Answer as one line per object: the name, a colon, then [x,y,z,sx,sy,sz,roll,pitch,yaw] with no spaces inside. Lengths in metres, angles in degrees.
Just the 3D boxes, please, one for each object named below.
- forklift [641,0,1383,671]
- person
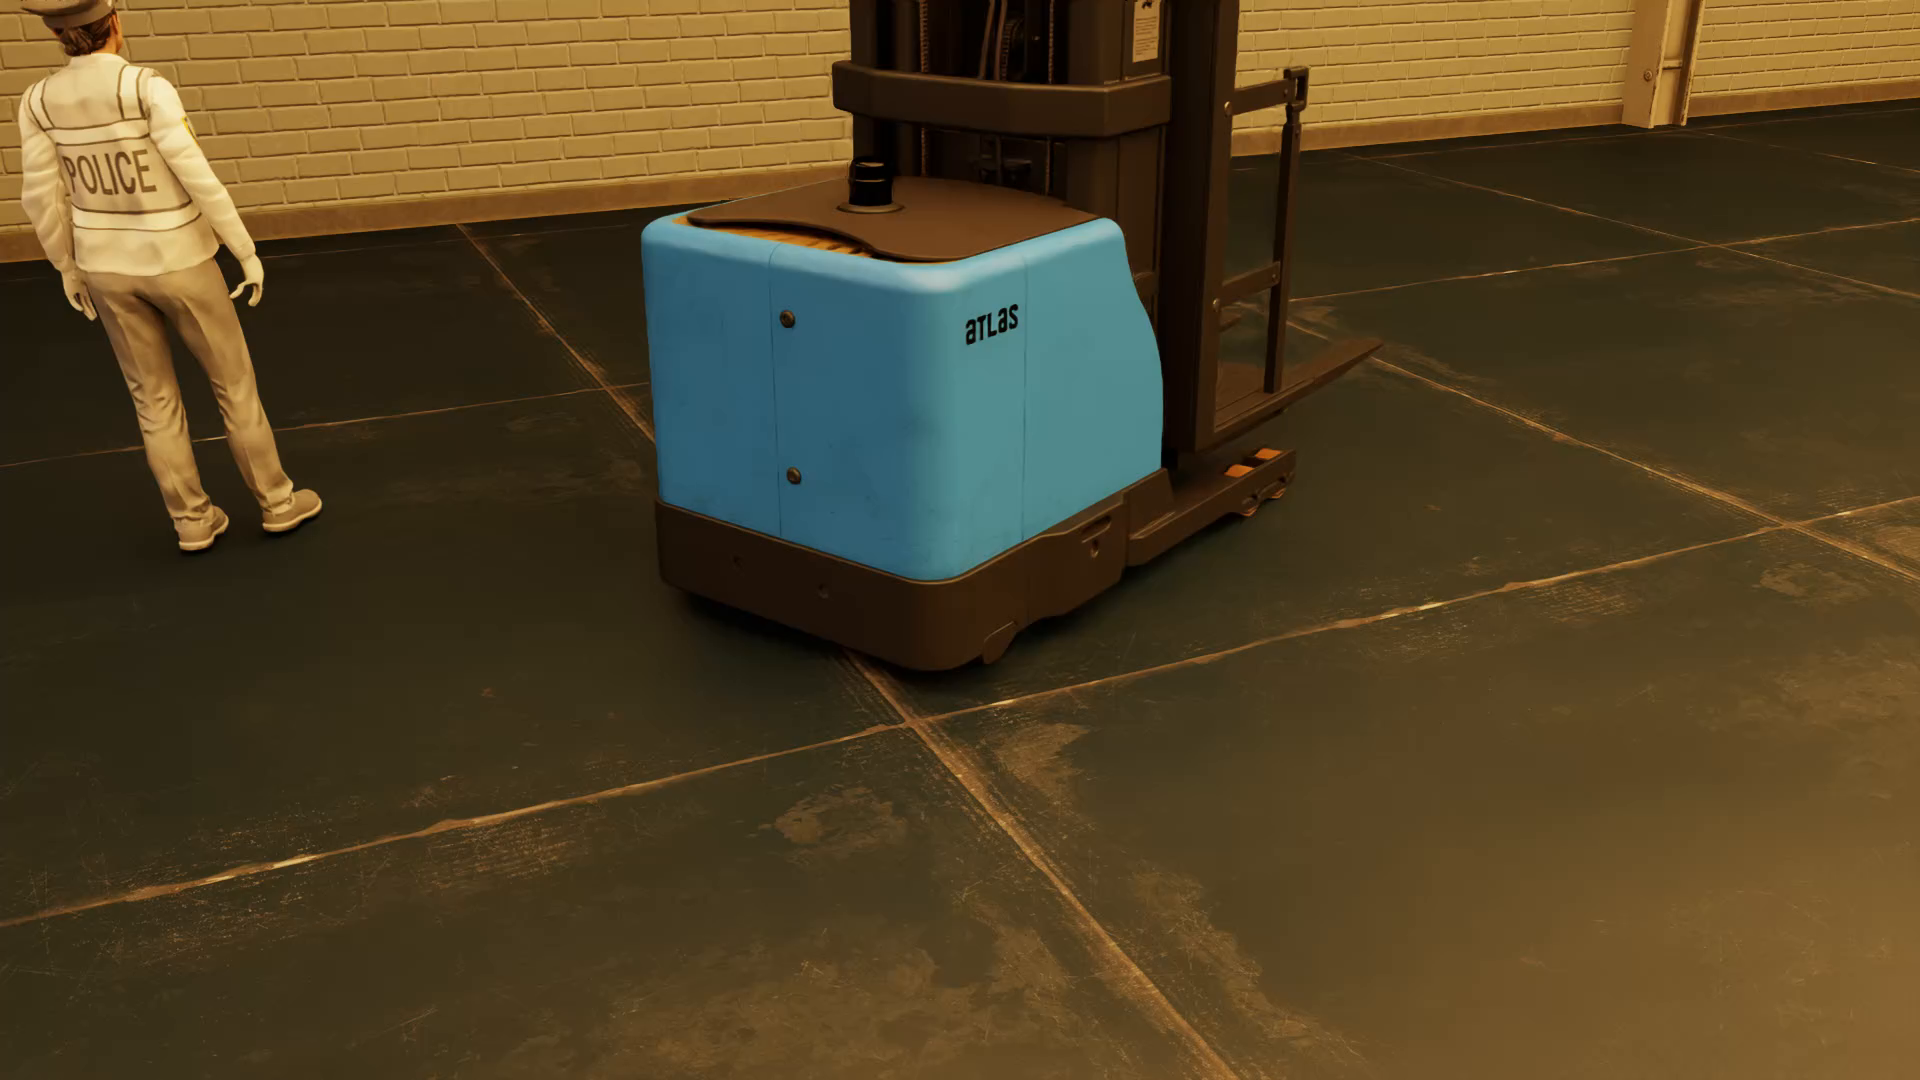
forklift: [0.444,-1.528,4.965,1.130,2.935,3.031,16,28,34]
person: [-2.307,-0.797,4.811,0.594,1.697,0.519,0,23,-1]
